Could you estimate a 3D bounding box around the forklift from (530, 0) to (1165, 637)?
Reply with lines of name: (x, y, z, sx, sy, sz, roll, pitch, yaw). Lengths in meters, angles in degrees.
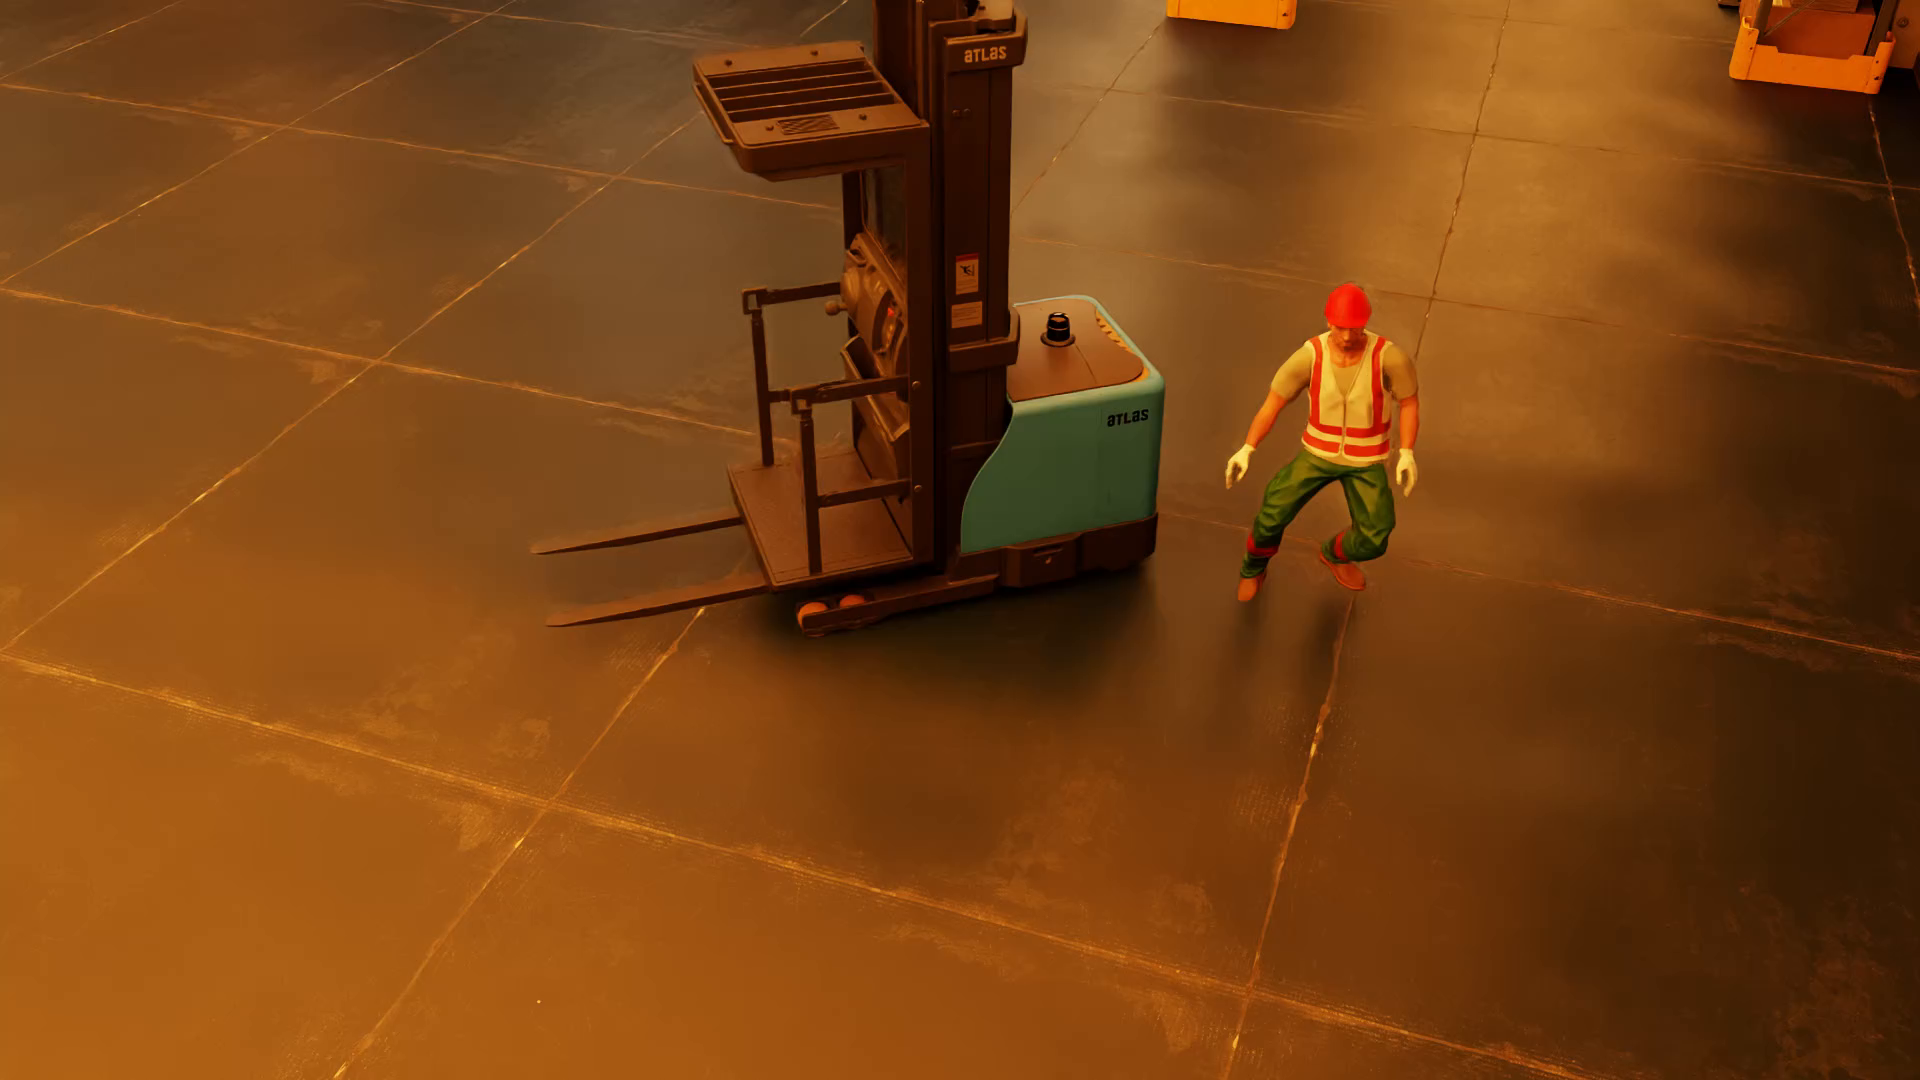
forklift: (-0.584, -1.074, 7.625, 3.031, 2.935, 1.130, -11, 37, -15)

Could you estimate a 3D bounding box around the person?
person: (1.715, -0.380, 7.791, 0.858, 1.699, 0.554, 12, 37, 16)
